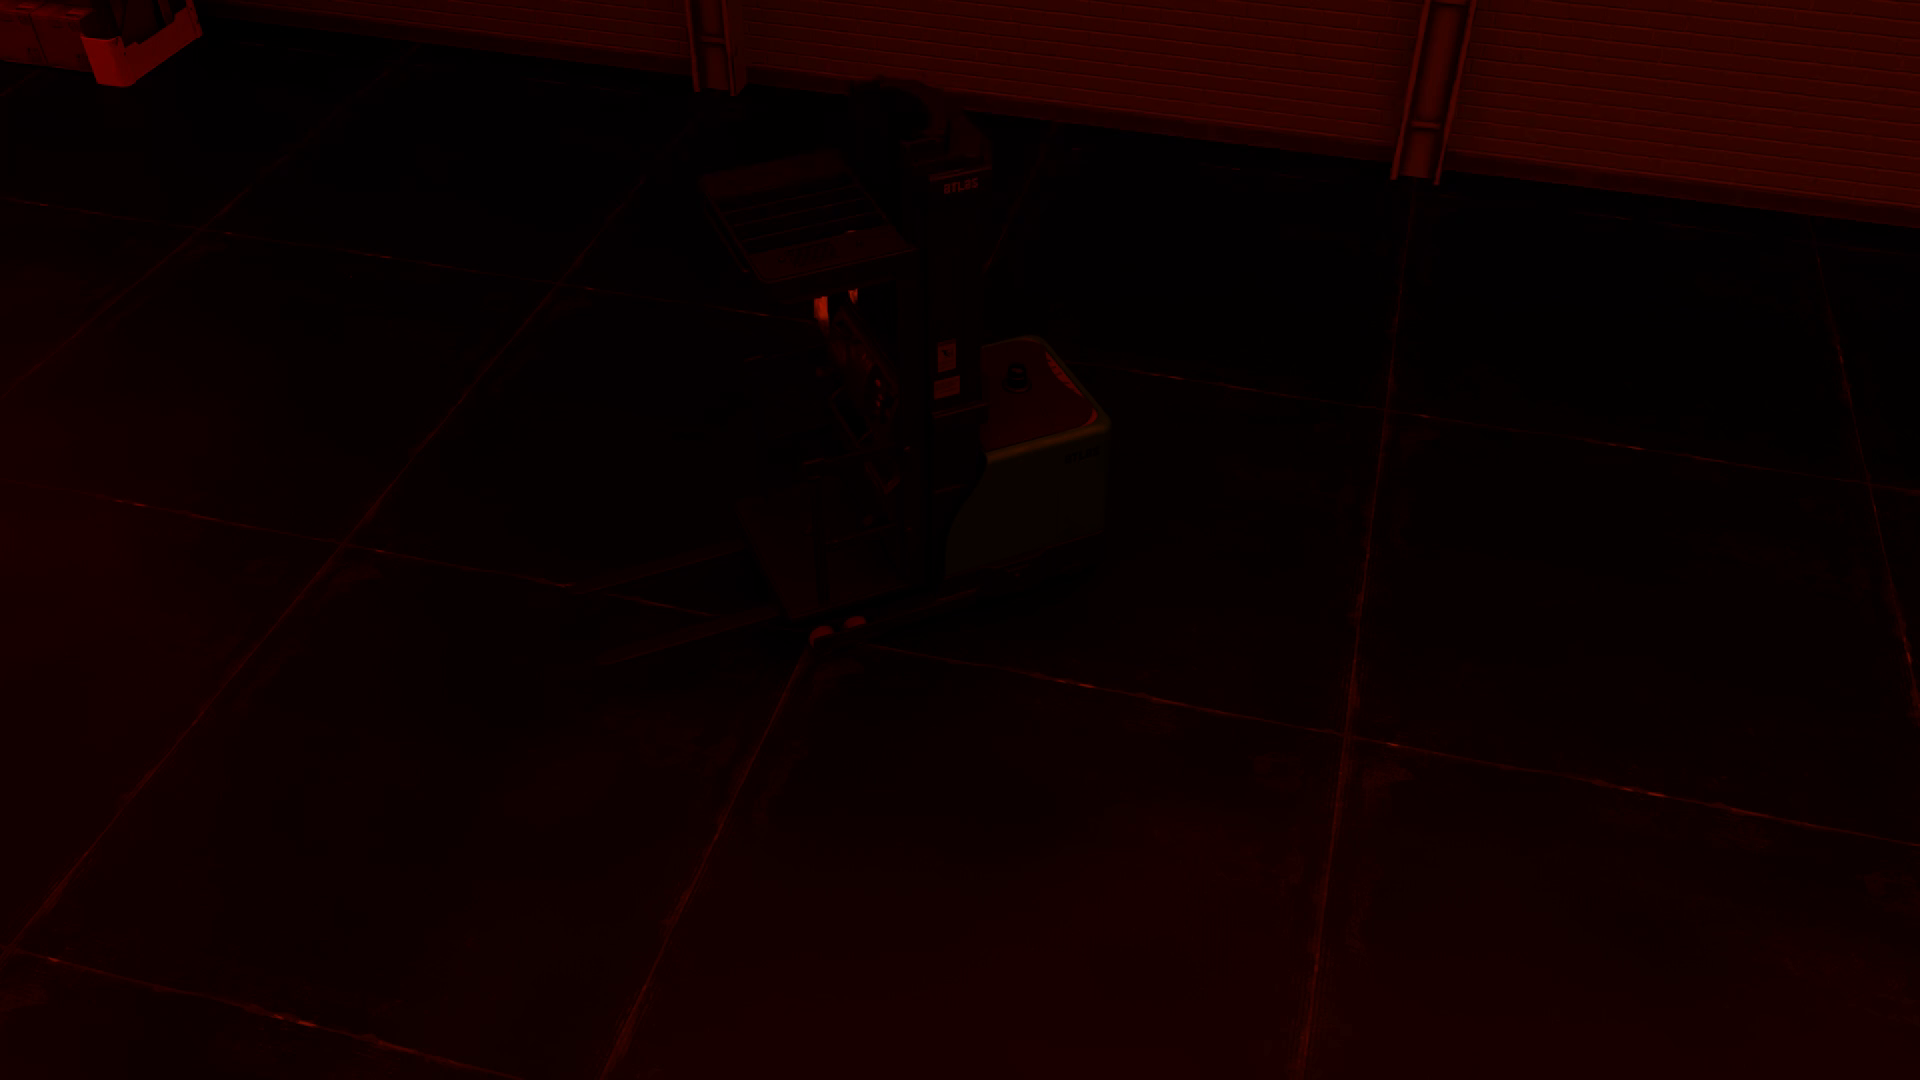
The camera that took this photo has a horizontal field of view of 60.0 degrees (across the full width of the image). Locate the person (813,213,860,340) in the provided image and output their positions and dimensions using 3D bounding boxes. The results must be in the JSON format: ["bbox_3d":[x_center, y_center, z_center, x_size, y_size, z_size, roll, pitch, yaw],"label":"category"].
[{"bbox_3d":[-0.457,-1.567,10.695,0.960,1.519,0.929,23,46,24],"label":"person"}]

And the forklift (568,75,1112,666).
[{"bbox_3d":[-0.702,-0.856,8.838,3.031,2.935,1.130,-16,44,-17],"label":"forklift"}]
